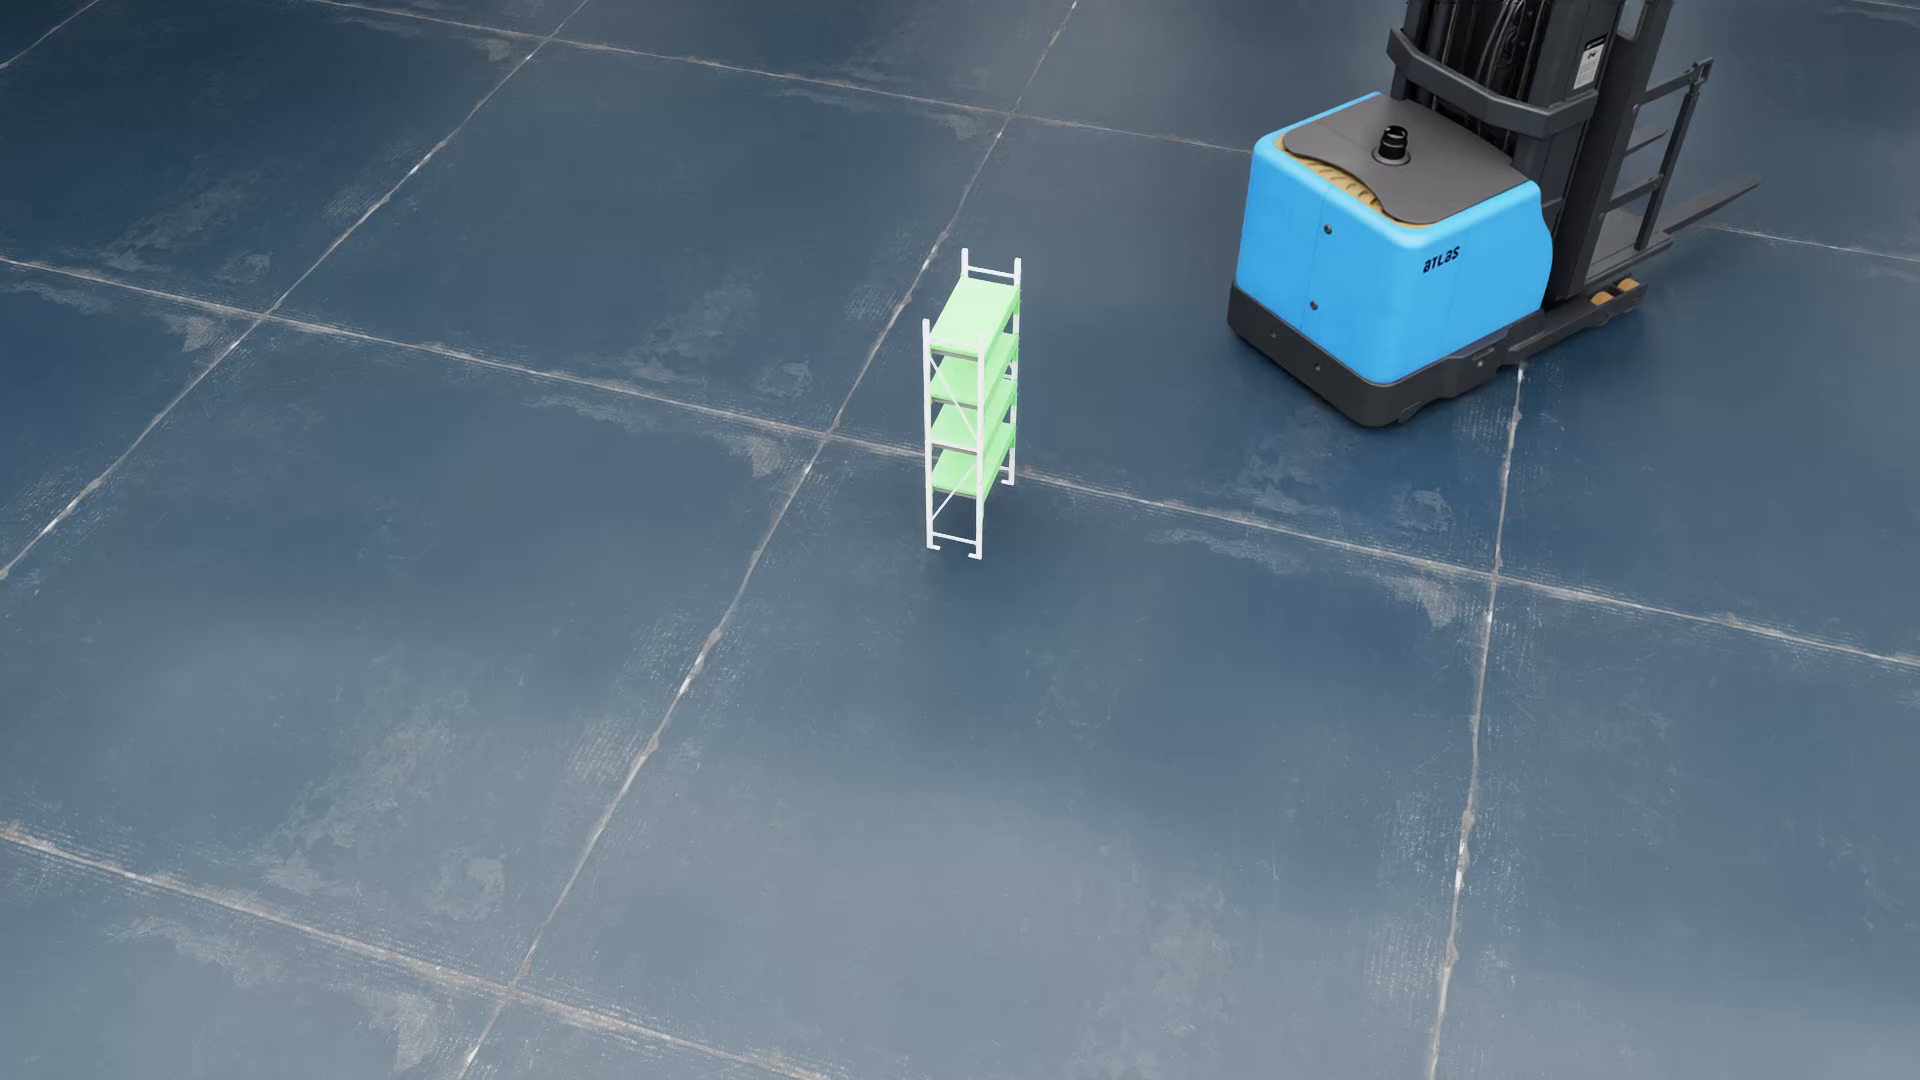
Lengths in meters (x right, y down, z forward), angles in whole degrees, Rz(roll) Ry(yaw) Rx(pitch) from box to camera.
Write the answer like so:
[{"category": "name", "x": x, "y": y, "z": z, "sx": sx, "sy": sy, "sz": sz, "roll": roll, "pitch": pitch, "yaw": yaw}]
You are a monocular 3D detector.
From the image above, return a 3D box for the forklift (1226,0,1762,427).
[{"category": "forklift", "x": 2.807, "y": -2.386, "z": 7.492, "sx": 3.031, "sy": 2.935, "sz": 1.130, "roll": -26, "pitch": 50, "yaw": -24}]

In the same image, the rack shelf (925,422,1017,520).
[{"category": "rack shelf", "x": 0.050, "y": -0.322, "z": 7.055, "sx": 0.258, "sy": 0.148, "sz": 0.480, "roll": 13, "pitch": 46, "yaw": 12}]

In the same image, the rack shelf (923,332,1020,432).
[{"category": "rack shelf", "x": 0.050, "y": -0.665, "z": 6.719, "sx": 0.258, "sy": 0.148, "sz": 0.480, "roll": 13, "pitch": 46, "yaw": 12}]

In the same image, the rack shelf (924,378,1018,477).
[{"category": "rack shelf", "x": 0.050, "y": -0.494, "z": 6.887, "sx": 0.258, "sy": 0.148, "sz": 0.480, "roll": 13, "pitch": 46, "yaw": 12}]

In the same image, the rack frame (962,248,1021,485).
[{"category": "rack frame", "x": 0.124, "y": -0.702, "z": 7.008, "sx": 0.240, "sy": 1.200, "sz": 0.015, "roll": 13, "pitch": 46, "yaw": 12}]

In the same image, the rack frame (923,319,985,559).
[{"category": "rack frame", "x": -0.024, "y": -0.377, "z": 6.676, "sx": 0.240, "sy": 1.200, "sz": 0.015, "roll": 13, "pitch": 46, "yaw": 12}]

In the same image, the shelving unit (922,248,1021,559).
[{"category": "shelving unit", "x": 0.050, "y": -0.539, "z": 6.842, "sx": 0.258, "sy": 1.200, "sz": 0.503, "roll": 13, "pitch": 46, "yaw": 12}]

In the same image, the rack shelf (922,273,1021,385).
[{"category": "rack shelf", "x": 0.050, "y": -0.837, "z": 6.551, "sx": 0.258, "sy": 0.148, "sz": 0.480, "roll": 13, "pitch": 46, "yaw": 12}]
